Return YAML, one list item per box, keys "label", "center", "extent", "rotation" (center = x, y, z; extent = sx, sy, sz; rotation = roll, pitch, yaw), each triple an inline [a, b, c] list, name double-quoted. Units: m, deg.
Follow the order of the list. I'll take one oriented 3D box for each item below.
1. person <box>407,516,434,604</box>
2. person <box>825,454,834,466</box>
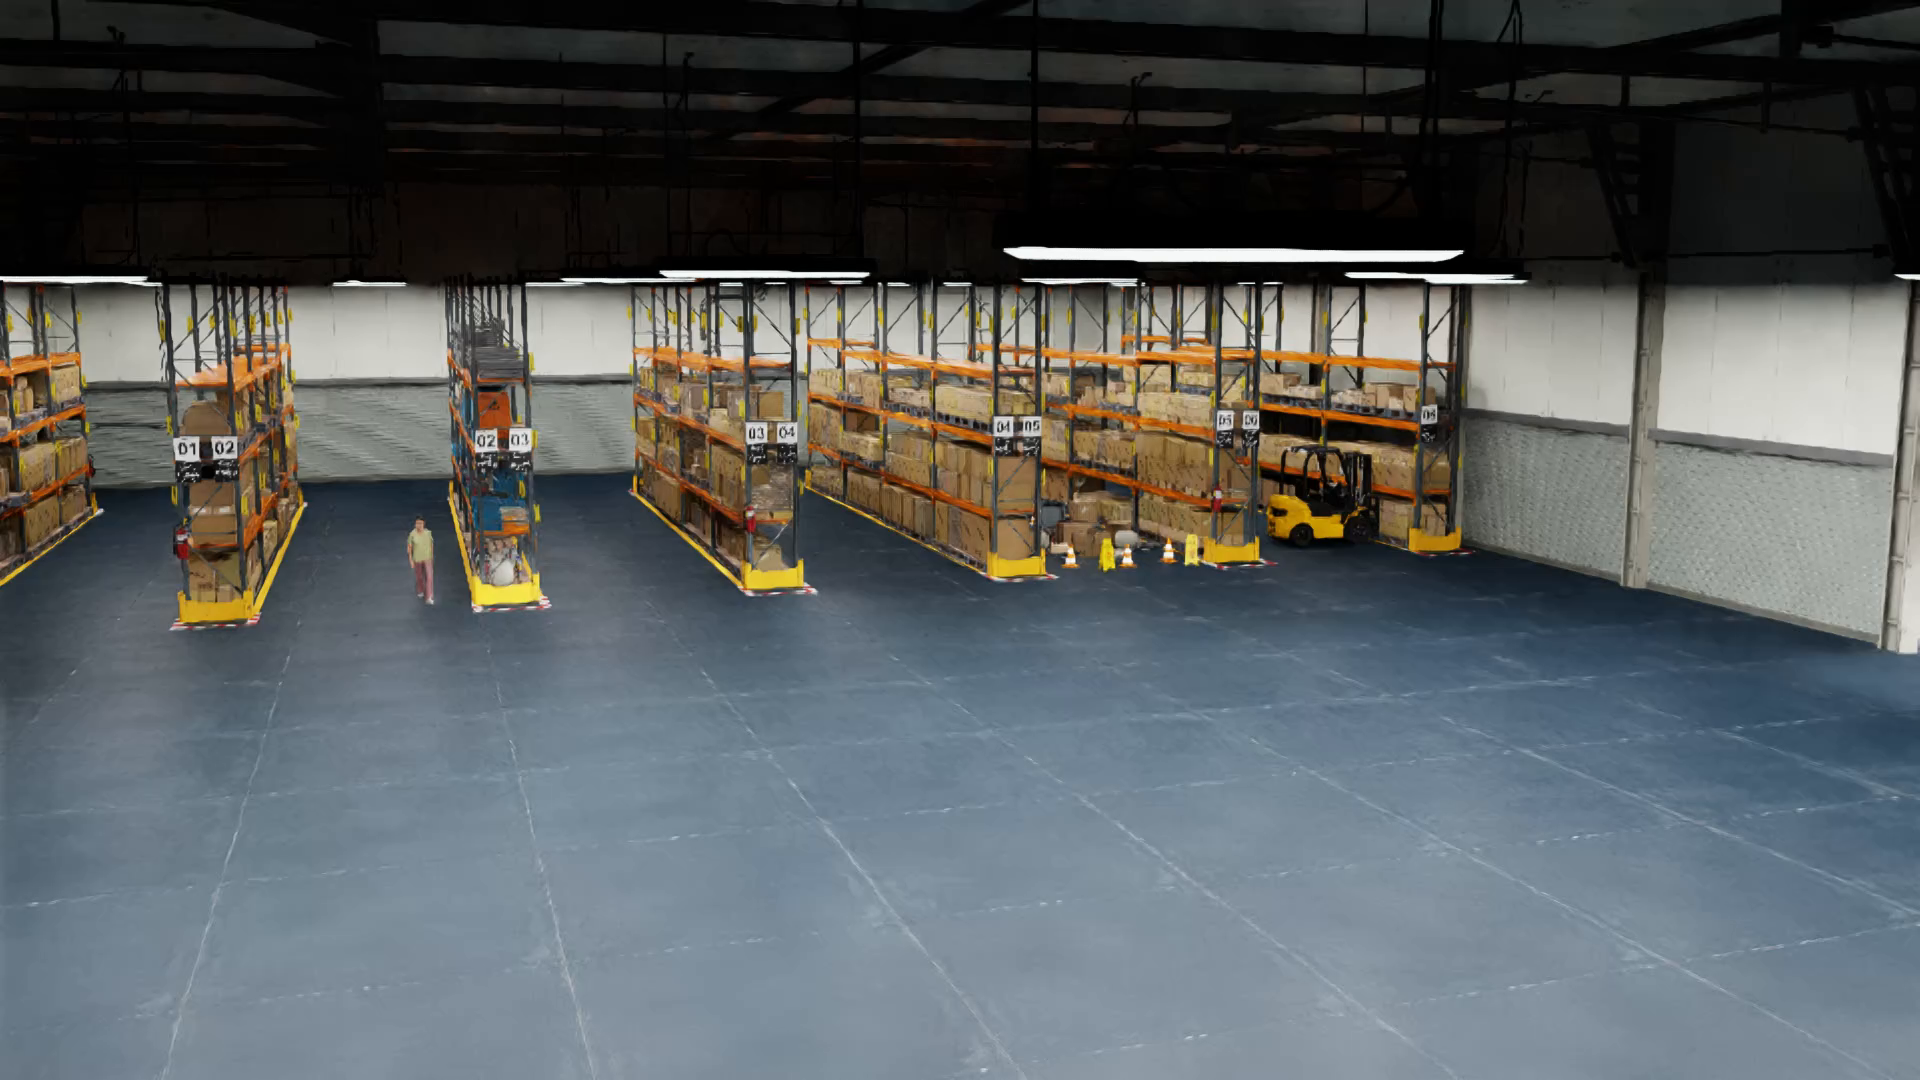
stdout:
- label: "person"
  center: [-9.869, 0.337, 30.449]
  extent: [0.448, 1.588, 1.095]
  rotation: [-2, 9, -16]
- label: "person"
  center: [-3.900, -2.720, 50.077]
  extent: [0.413, 1.767, 0.651]
  rotation: [0, 9, -1]
